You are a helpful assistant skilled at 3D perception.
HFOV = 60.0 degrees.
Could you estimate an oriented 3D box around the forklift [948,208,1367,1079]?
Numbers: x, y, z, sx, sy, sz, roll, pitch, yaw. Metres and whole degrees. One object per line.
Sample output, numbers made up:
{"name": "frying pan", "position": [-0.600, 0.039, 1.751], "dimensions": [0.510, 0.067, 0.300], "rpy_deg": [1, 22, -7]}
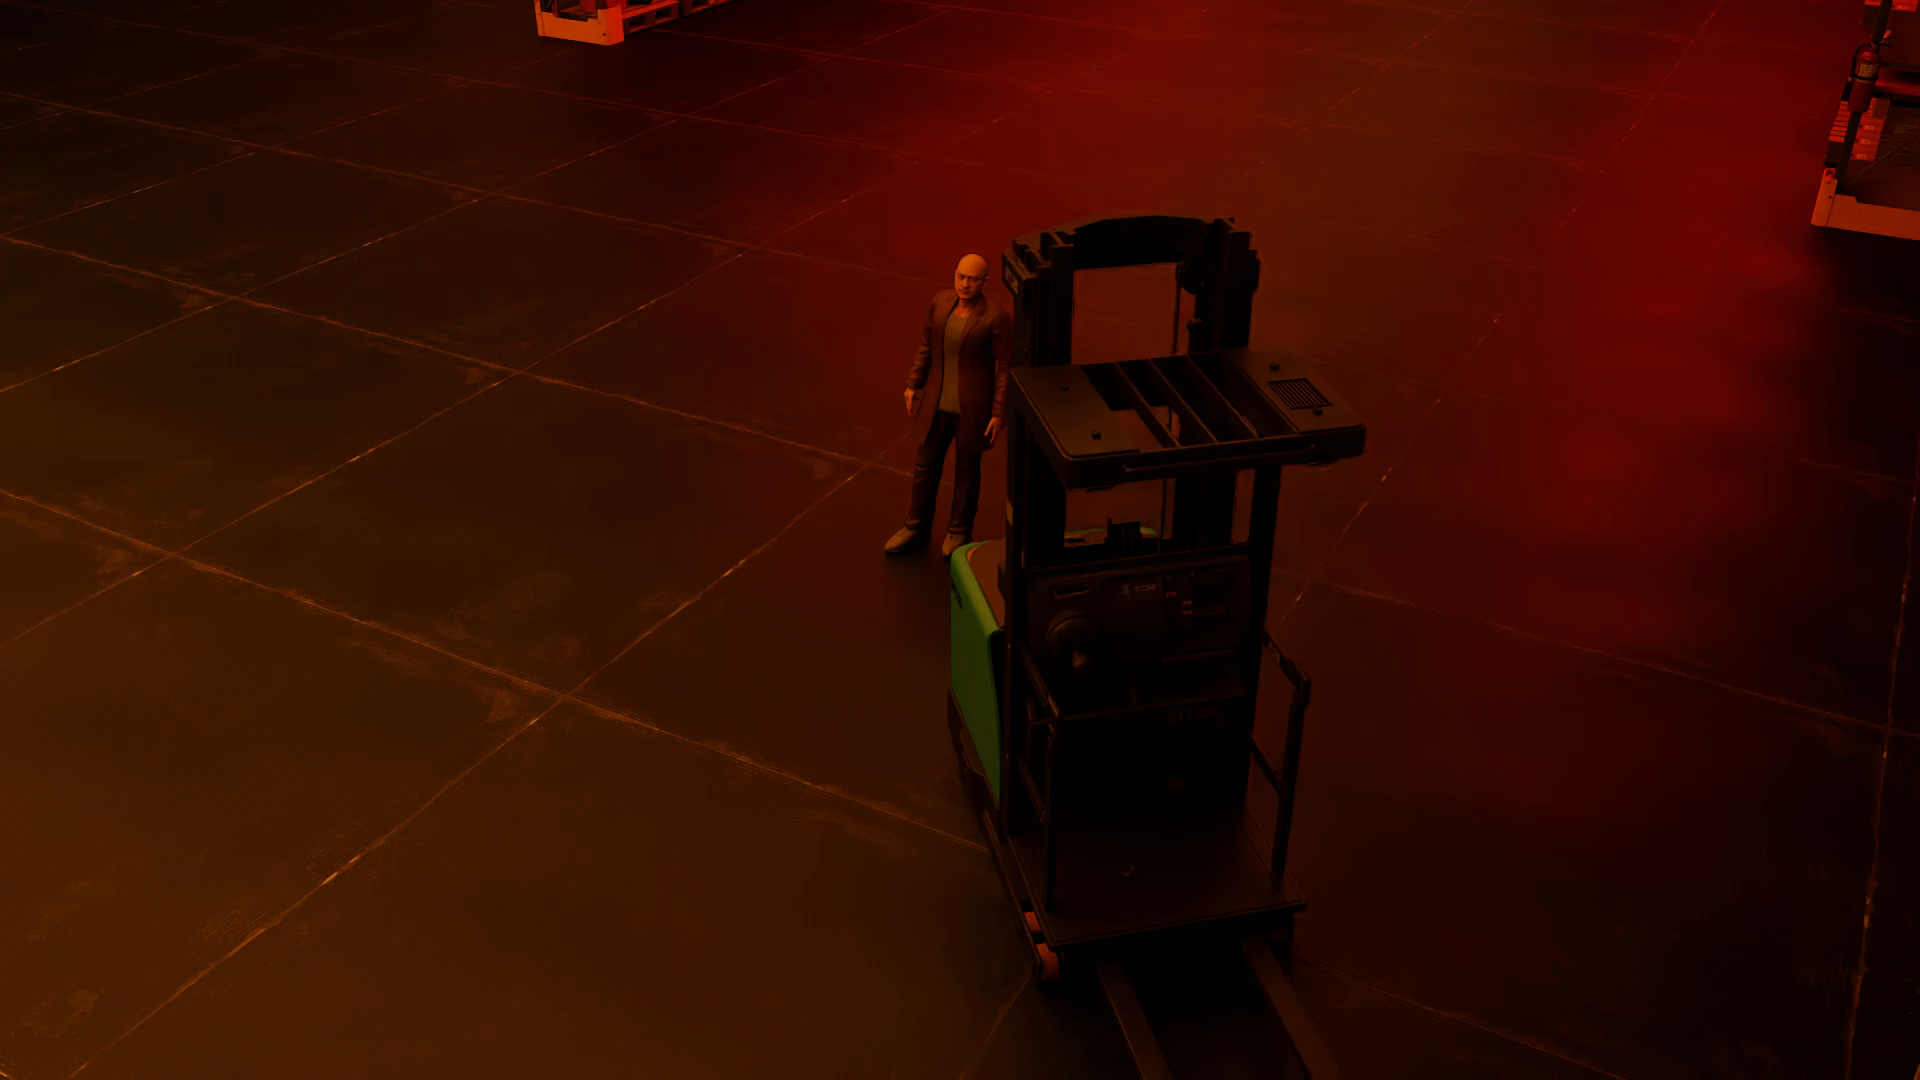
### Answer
{"name": "forklift", "position": [0.775, 0.342, 6.478], "dimensions": [1.130, 2.935, 3.031], "rpy_deg": [-7, 31, -11]}

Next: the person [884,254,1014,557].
{"name": "person", "position": [-0.048, -0.737, 9.488], "dimensions": [0.694, 1.775, 0.582], "rpy_deg": [15, 33, 25]}
